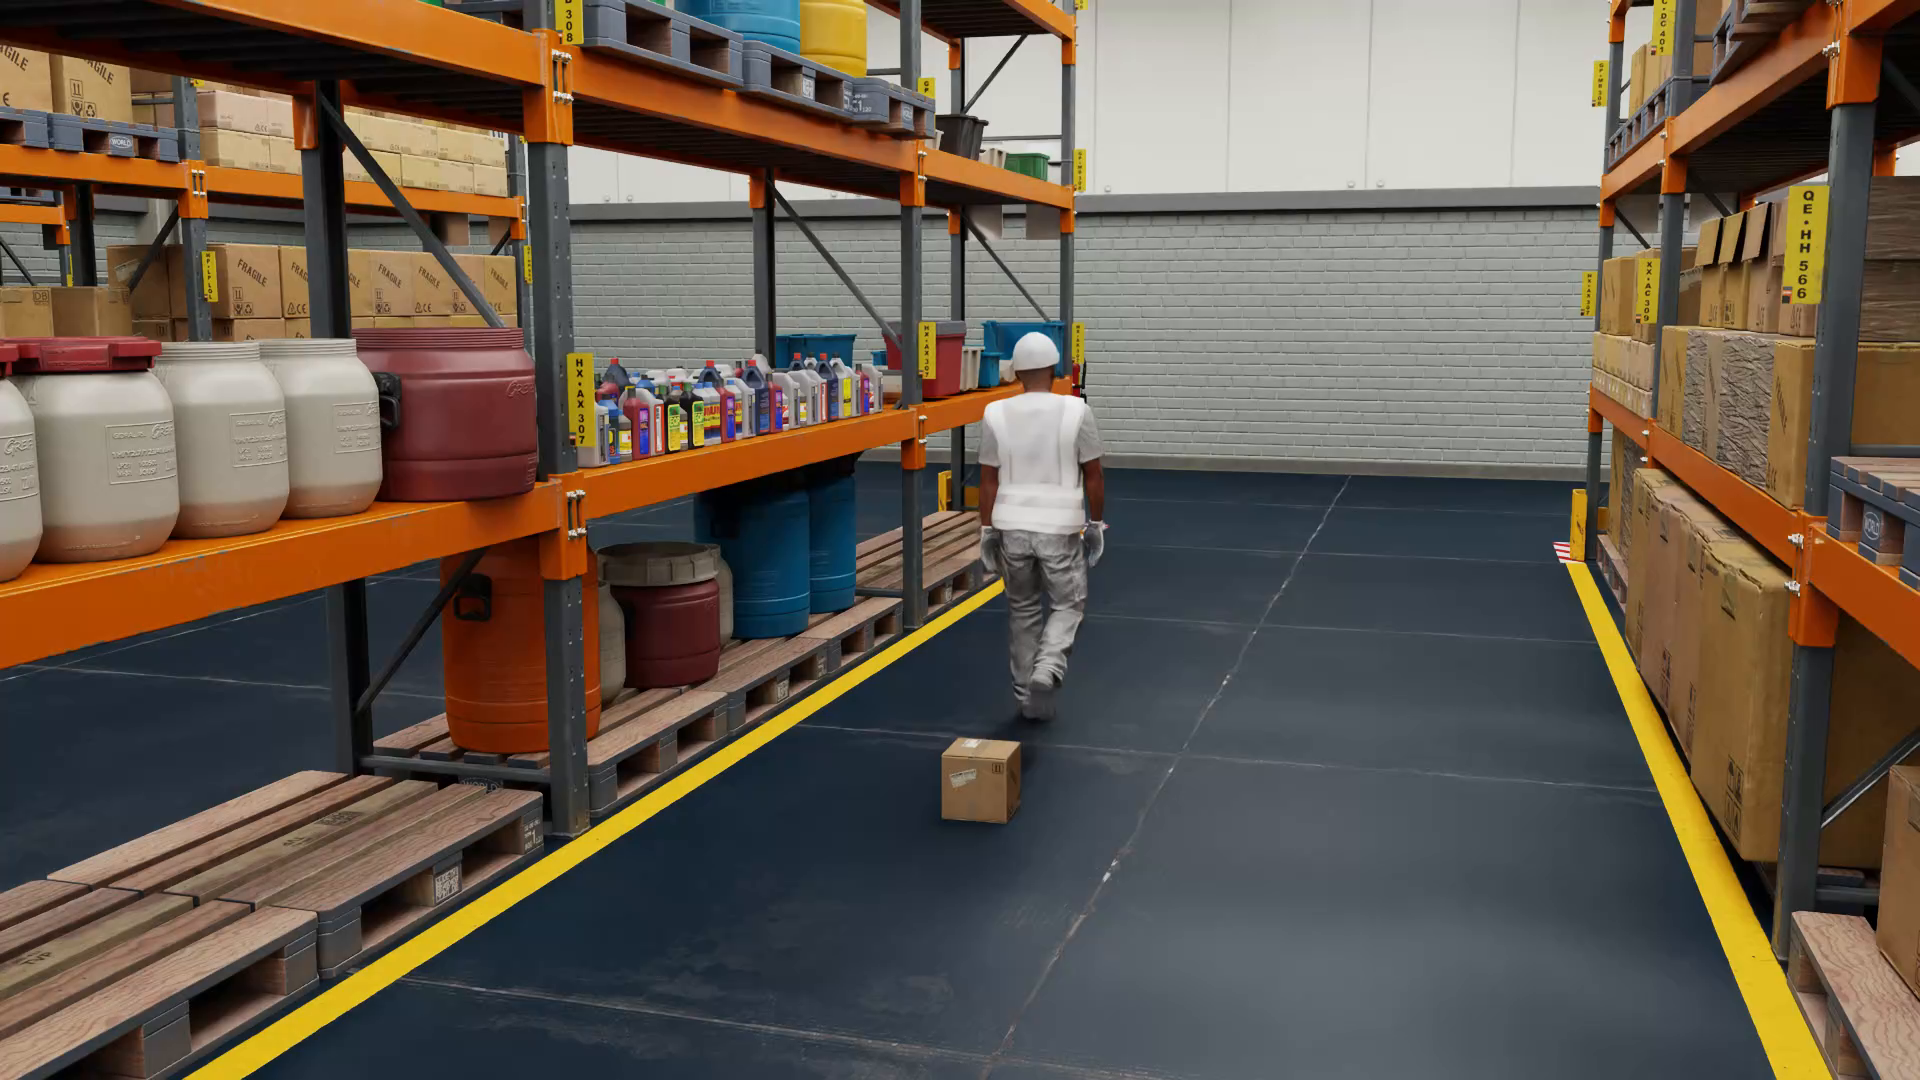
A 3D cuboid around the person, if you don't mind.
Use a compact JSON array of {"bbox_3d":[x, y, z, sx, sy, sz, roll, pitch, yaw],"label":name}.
[{"bbox_3d":[0.348,-0.060,7.387,0.561,1.712,0.607,2,8,11],"label":"person"}]
